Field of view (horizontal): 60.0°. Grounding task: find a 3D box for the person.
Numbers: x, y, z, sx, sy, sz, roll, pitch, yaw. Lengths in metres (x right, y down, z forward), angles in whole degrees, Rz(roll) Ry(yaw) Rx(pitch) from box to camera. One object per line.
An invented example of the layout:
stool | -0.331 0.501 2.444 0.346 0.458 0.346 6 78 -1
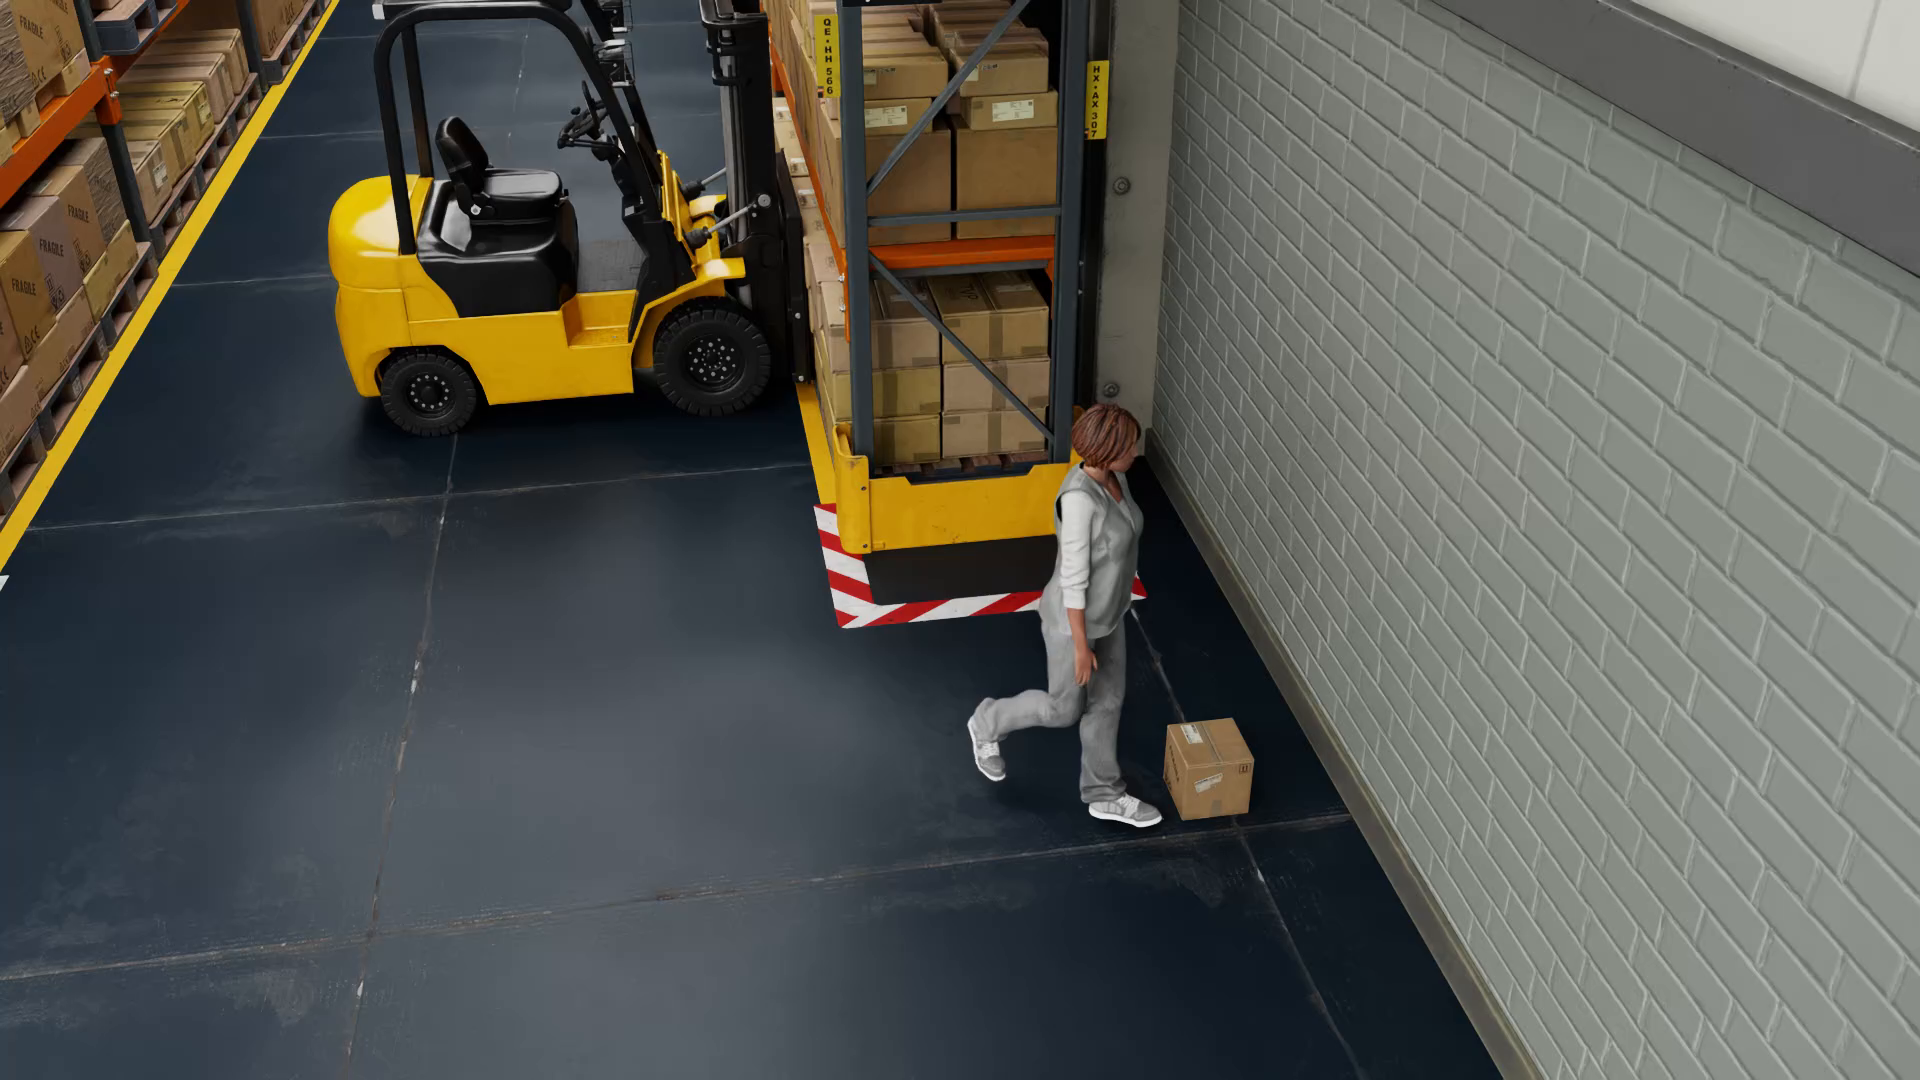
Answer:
person | 0.382 0.258 5.701 0.769 1.571 0.487 14 34 22
